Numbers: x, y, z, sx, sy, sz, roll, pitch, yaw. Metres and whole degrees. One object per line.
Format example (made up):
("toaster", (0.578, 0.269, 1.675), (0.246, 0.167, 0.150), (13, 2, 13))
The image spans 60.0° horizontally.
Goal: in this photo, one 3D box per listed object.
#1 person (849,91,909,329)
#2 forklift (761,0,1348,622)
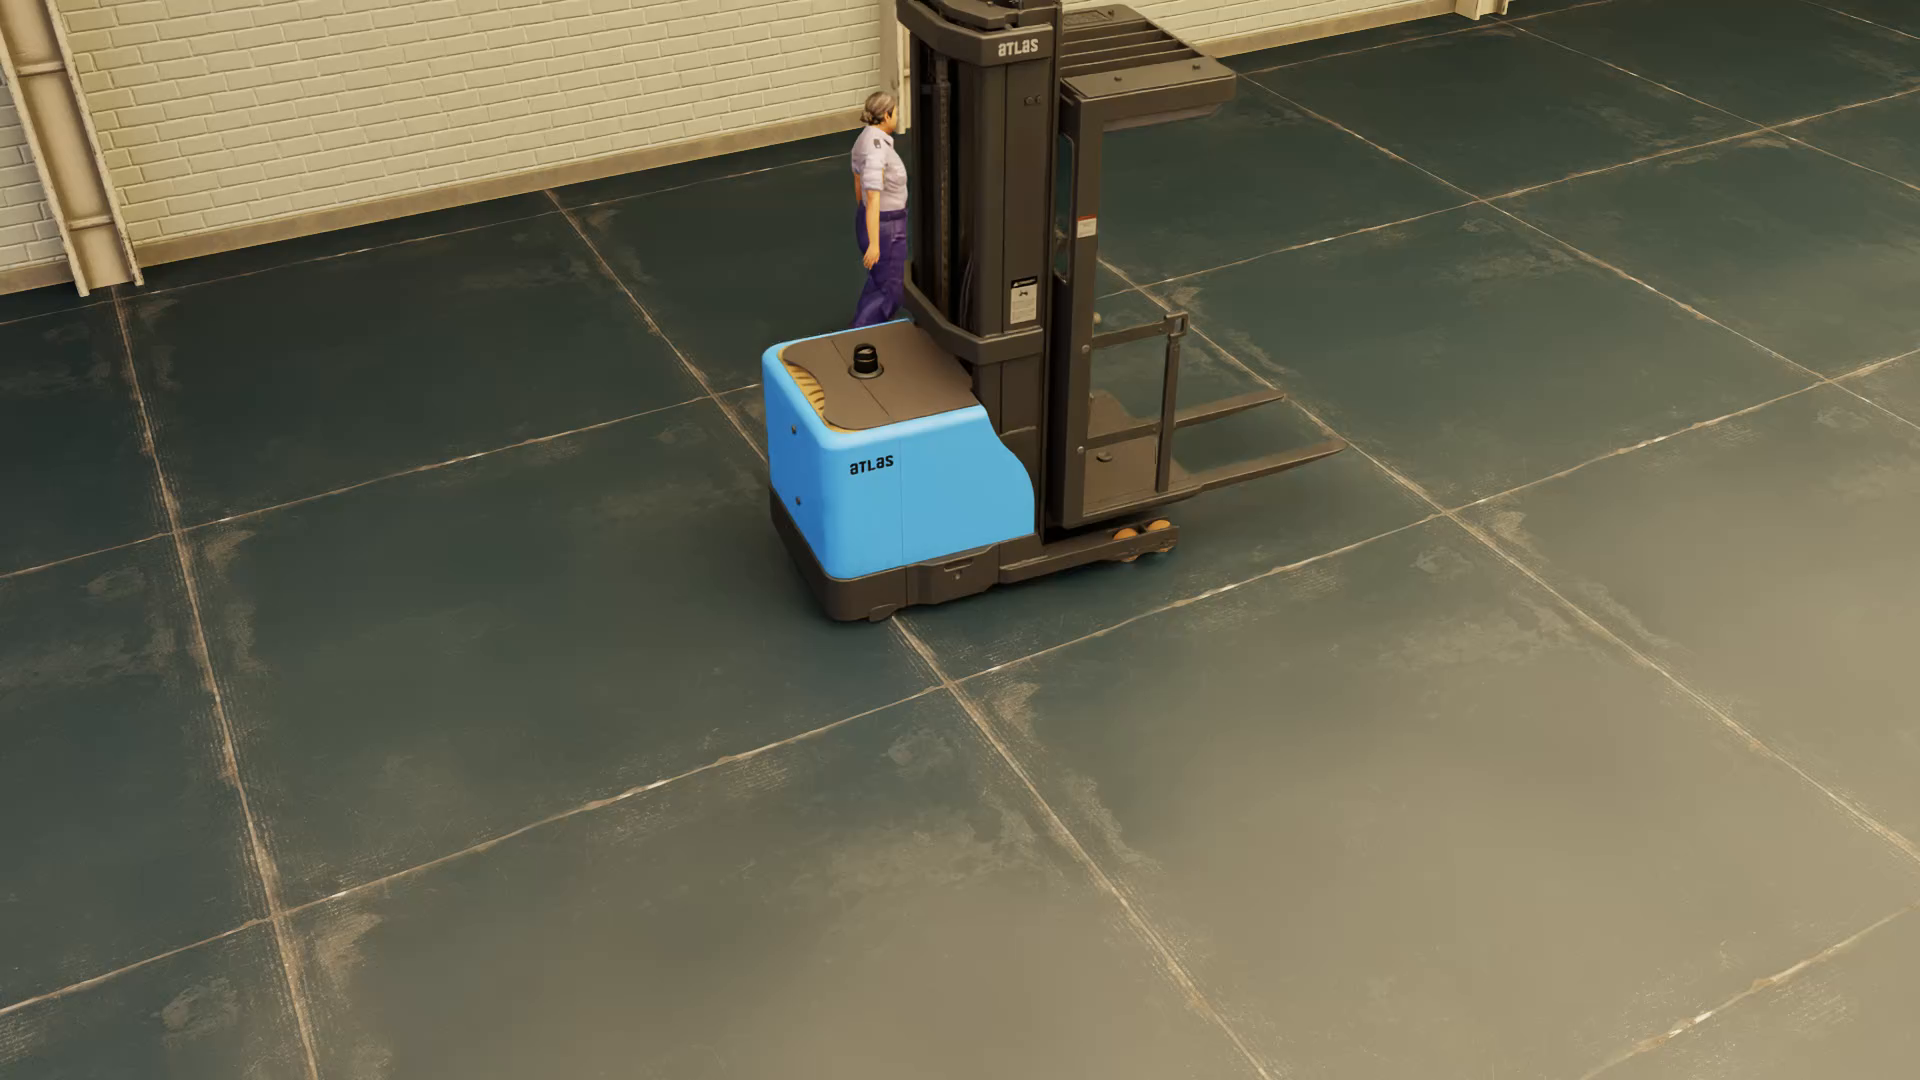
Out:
("person", (-0.537, -1.849, 9.954), (0.485, 1.625, 0.819), (-5, 36, -7))
("forklift", (0.577, -1.352, 8.036), (3.031, 2.935, 1.130), (-14, 38, -19))
